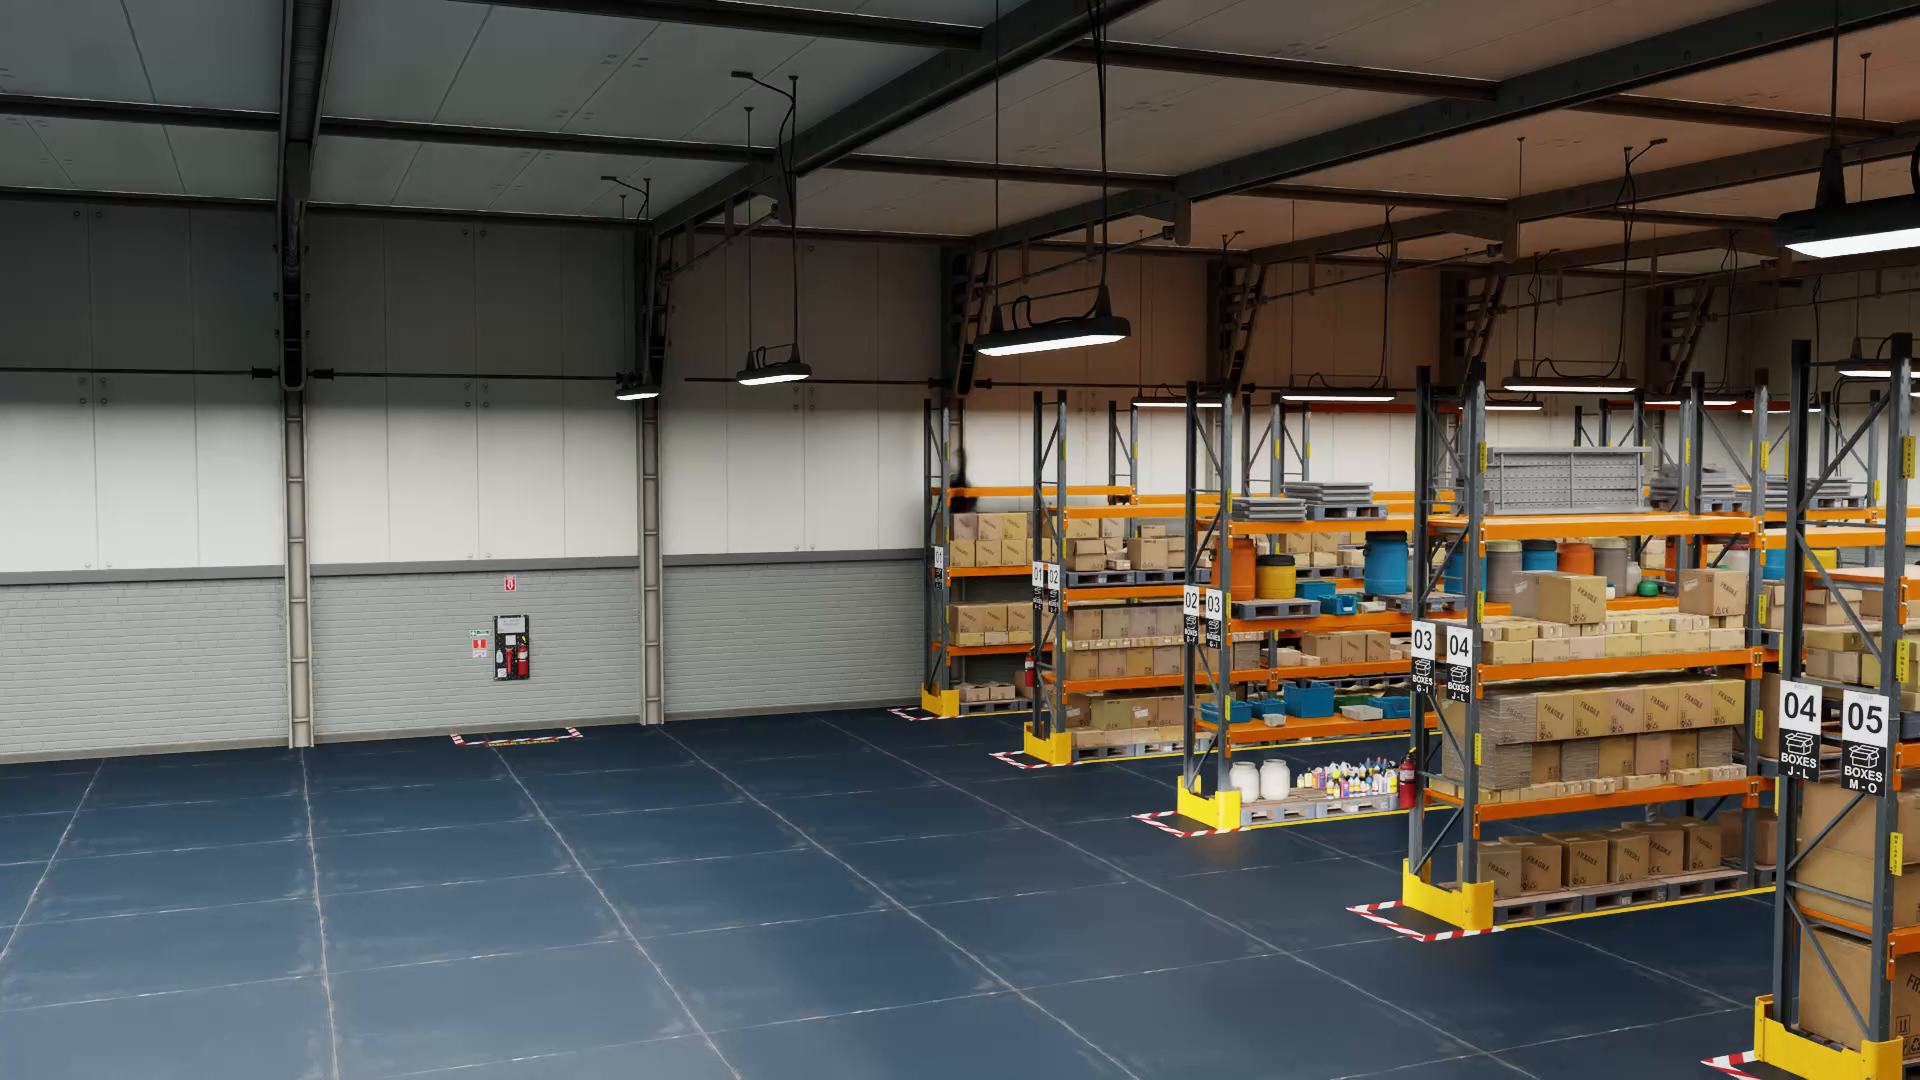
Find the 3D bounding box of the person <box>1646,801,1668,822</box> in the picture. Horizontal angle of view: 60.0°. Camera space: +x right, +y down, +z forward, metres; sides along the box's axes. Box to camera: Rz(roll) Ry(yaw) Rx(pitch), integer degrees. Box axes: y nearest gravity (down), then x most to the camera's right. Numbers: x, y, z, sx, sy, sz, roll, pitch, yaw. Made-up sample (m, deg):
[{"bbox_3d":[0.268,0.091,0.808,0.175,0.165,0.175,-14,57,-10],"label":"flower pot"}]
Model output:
[{"bbox_3d":[9.094,3.038,21.902,0.760,1.706,0.663,-2,4,-32],"label":"person"}]
